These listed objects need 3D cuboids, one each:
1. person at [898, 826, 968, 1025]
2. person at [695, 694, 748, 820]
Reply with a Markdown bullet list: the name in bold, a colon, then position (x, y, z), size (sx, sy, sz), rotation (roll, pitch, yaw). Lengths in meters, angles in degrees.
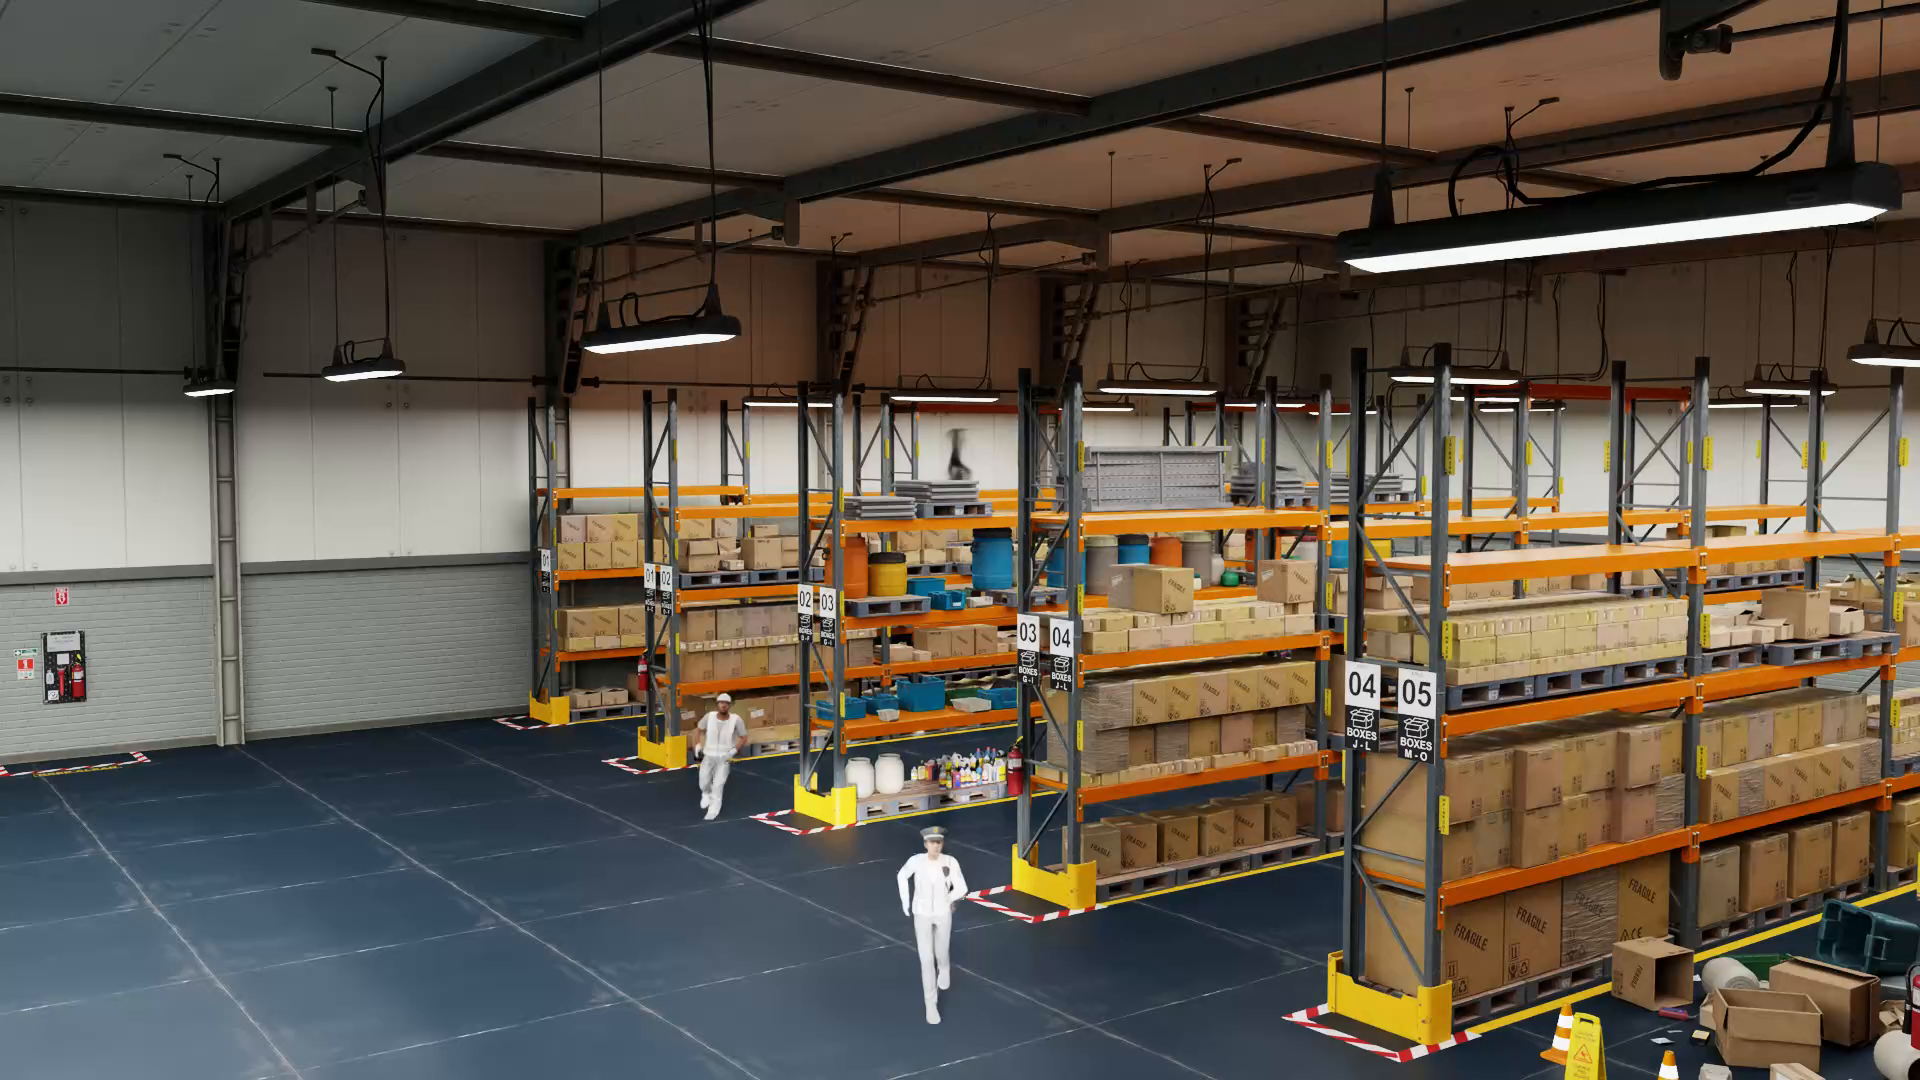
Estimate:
- **person**: position (-0.251, 3.424, 15.155), size (0.630, 1.708, 0.929), rotation (0, 3, -3)
- **person**: position (-3.282, 2.958, 22.845), size (0.738, 1.716, 0.568), rotation (0, 3, -2)
